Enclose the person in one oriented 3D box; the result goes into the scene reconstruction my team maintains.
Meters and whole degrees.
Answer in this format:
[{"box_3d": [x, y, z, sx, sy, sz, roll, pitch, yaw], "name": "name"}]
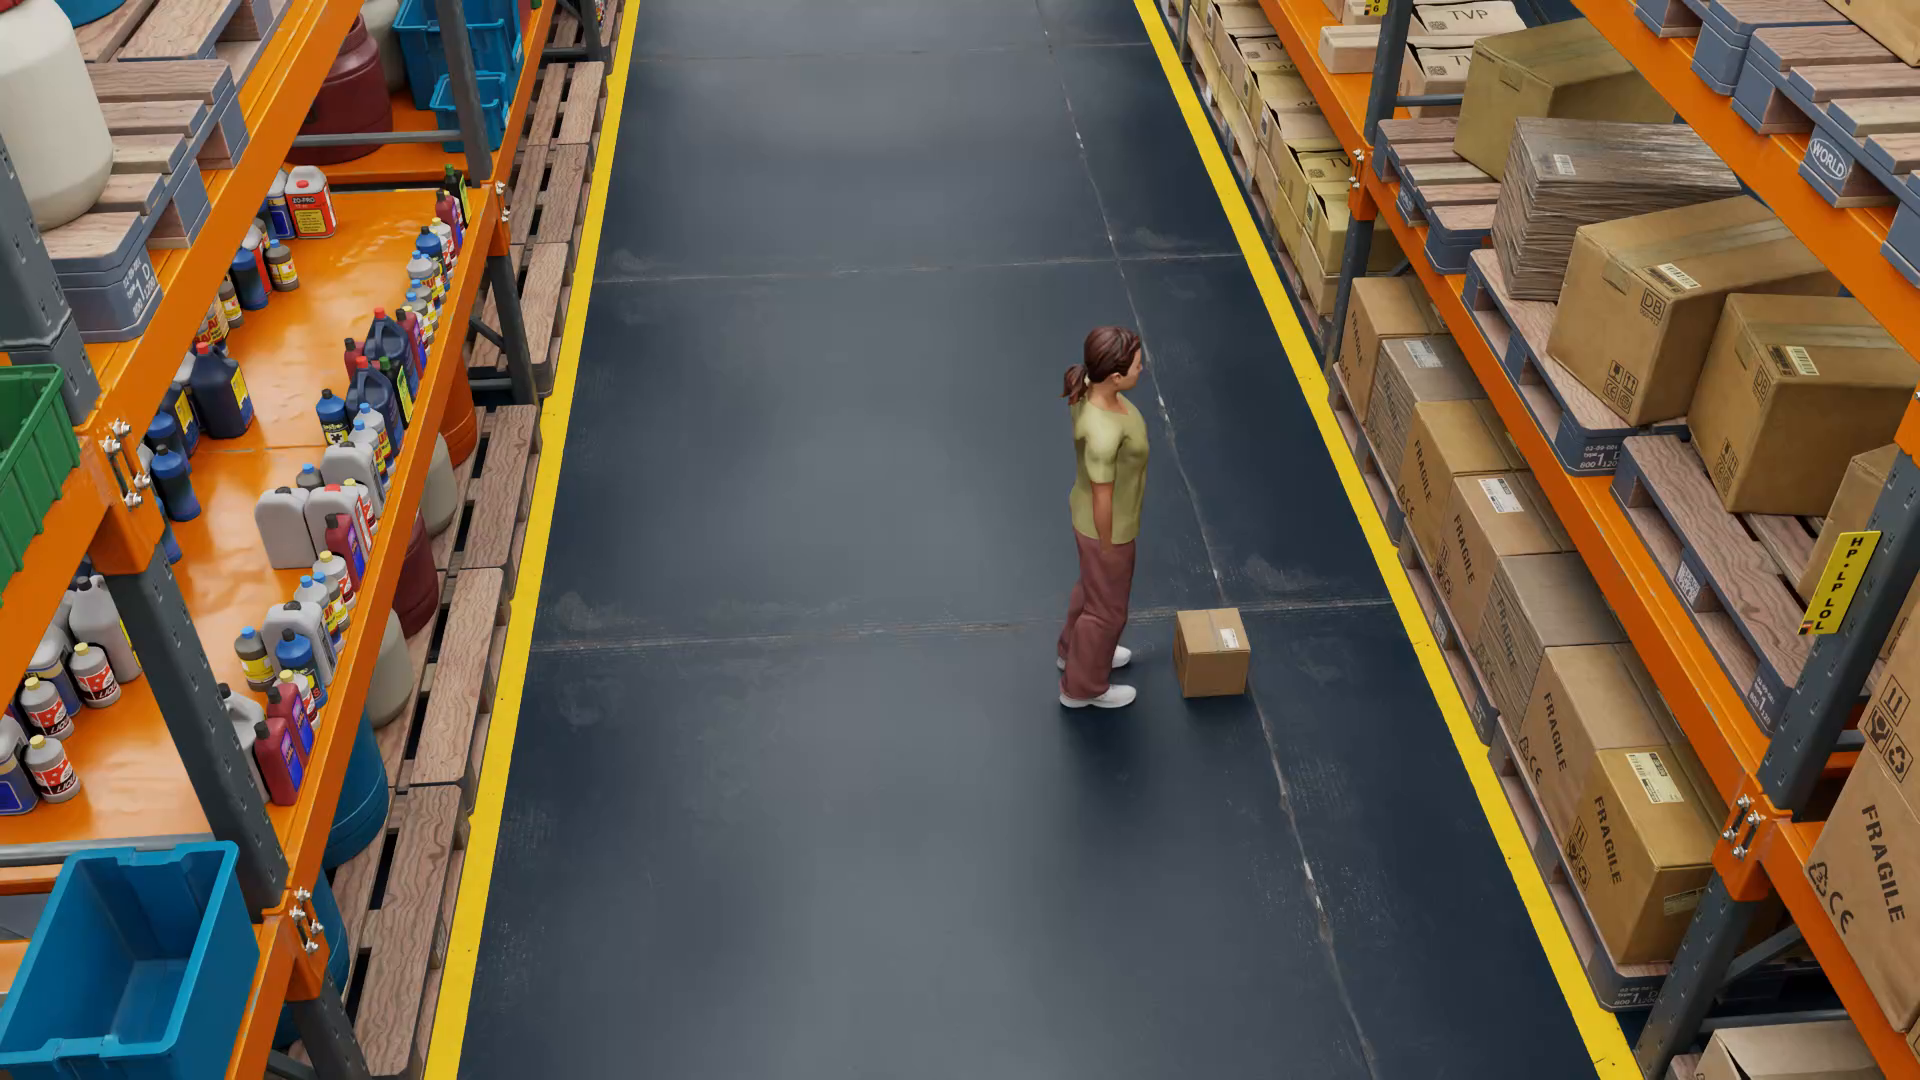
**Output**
[{"box_3d": [0.529, -0.080, 6.258, 0.364, 1.671, 0.442, -2, 39, -3], "name": "person"}]
